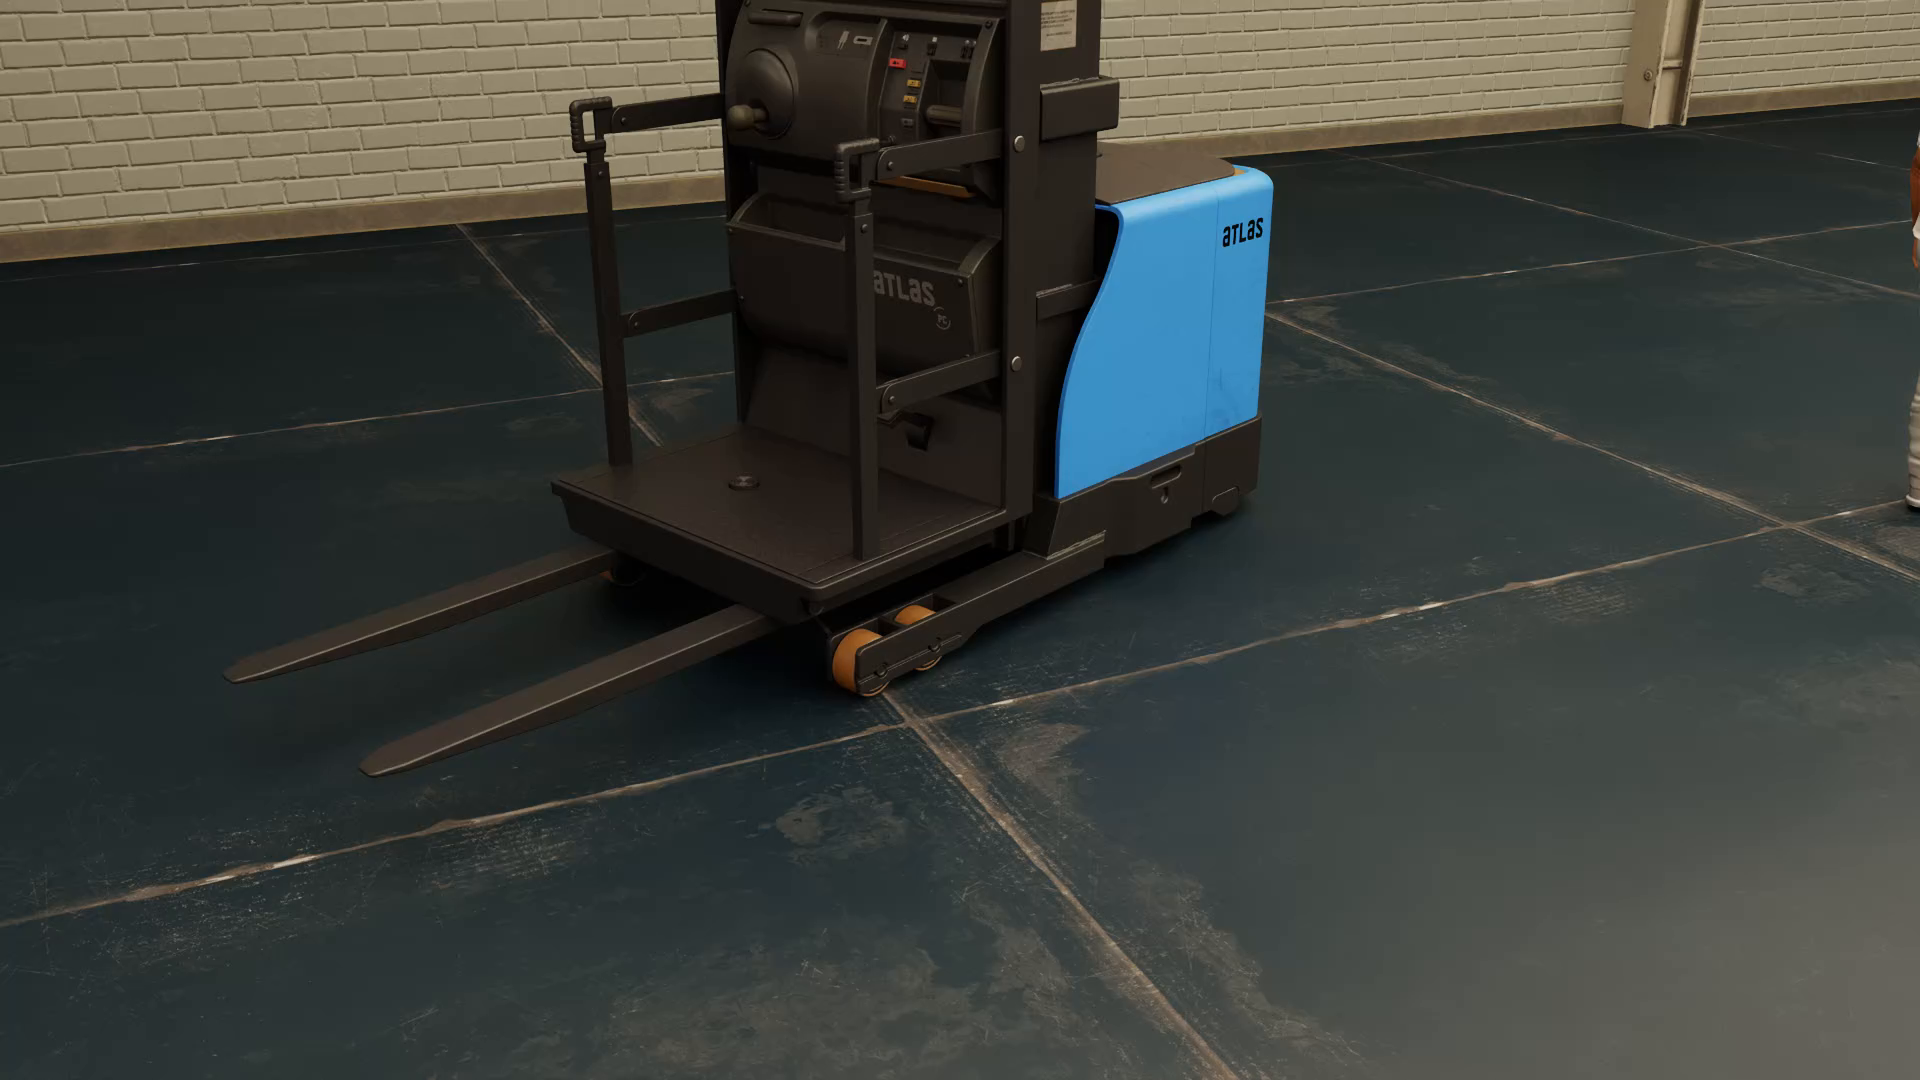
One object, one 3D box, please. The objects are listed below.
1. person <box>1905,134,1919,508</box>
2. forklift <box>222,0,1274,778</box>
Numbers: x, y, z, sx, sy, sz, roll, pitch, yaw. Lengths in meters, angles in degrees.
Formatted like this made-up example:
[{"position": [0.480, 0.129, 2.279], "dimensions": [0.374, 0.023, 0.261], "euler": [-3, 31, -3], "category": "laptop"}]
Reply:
[{"position": [3.191, -0.876, 5.023], "dimensions": [0.529, 1.670, 0.598], "euler": [-12, 26, -28], "category": "person"}, {"position": [-0.413, -1.182, 4.131], "dimensions": [1.130, 2.935, 3.031], "euler": [19, 29, 39], "category": "forklift"}]
